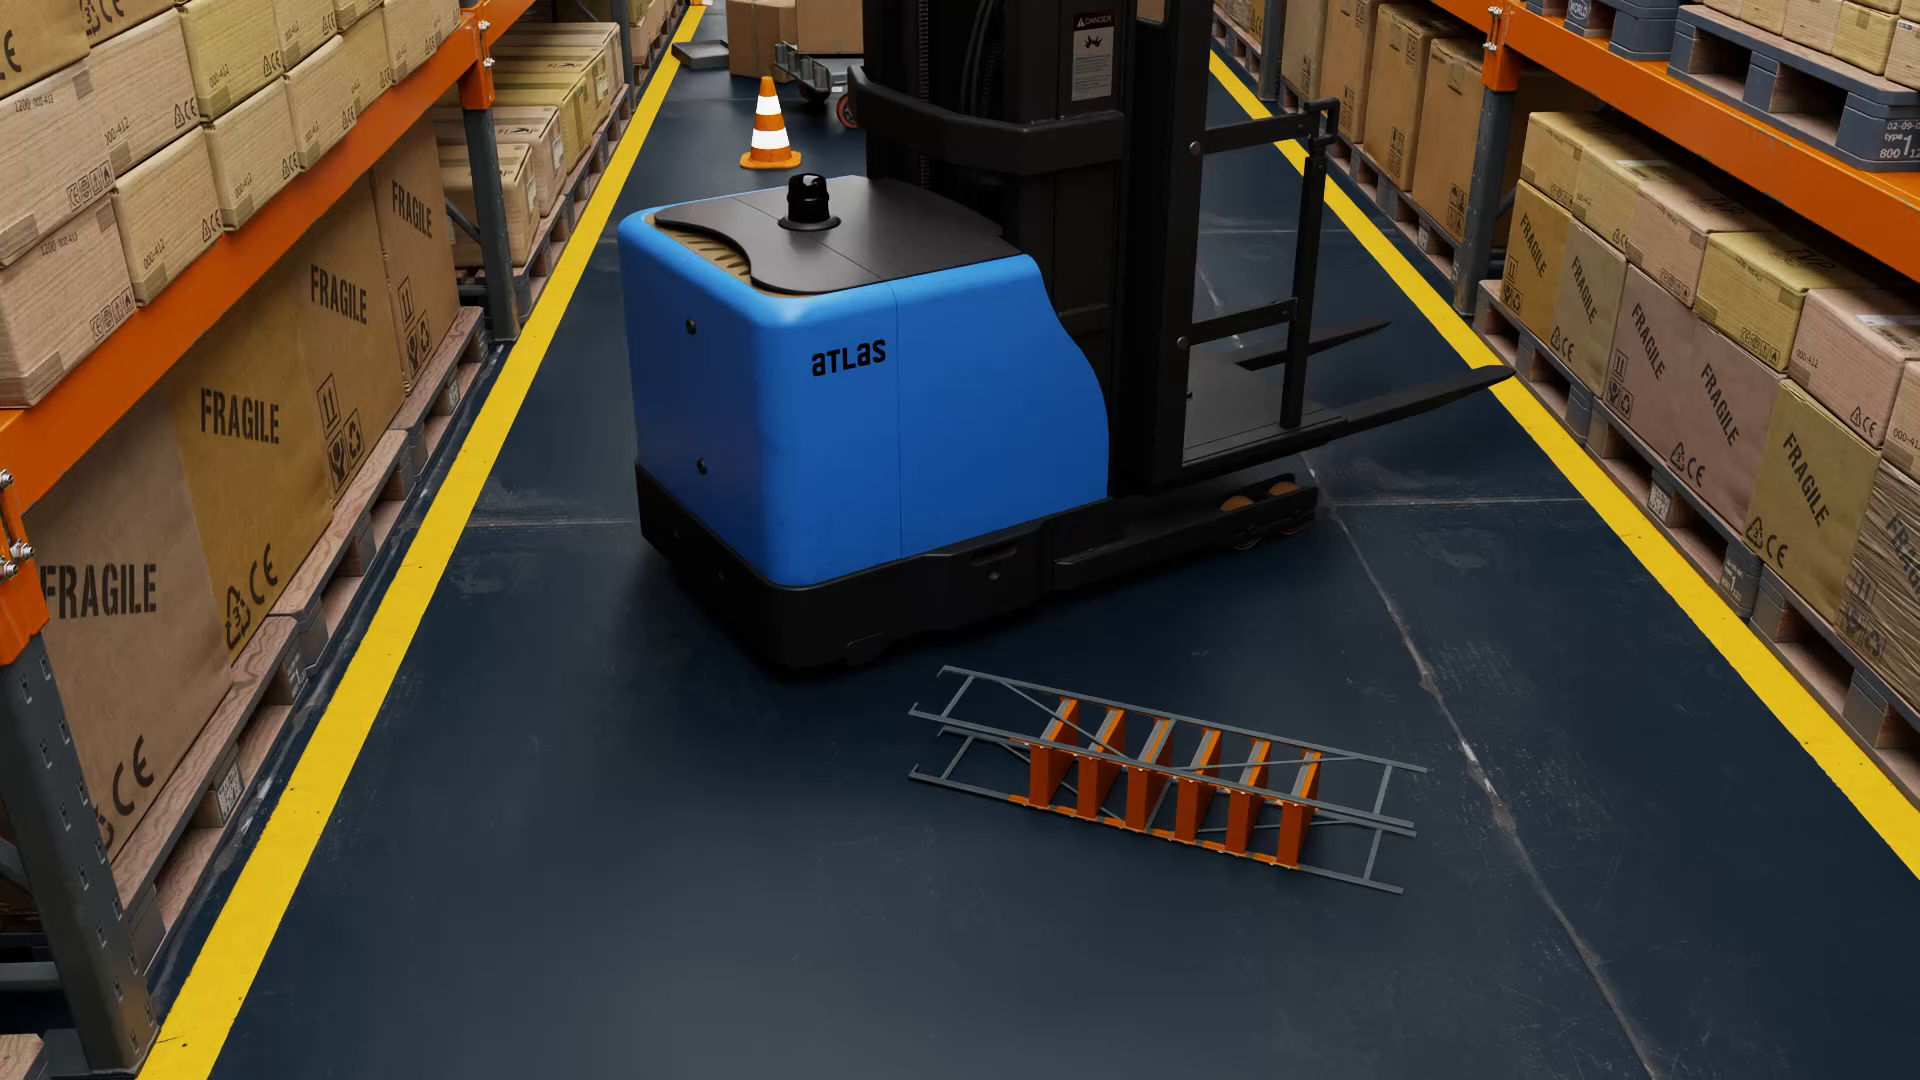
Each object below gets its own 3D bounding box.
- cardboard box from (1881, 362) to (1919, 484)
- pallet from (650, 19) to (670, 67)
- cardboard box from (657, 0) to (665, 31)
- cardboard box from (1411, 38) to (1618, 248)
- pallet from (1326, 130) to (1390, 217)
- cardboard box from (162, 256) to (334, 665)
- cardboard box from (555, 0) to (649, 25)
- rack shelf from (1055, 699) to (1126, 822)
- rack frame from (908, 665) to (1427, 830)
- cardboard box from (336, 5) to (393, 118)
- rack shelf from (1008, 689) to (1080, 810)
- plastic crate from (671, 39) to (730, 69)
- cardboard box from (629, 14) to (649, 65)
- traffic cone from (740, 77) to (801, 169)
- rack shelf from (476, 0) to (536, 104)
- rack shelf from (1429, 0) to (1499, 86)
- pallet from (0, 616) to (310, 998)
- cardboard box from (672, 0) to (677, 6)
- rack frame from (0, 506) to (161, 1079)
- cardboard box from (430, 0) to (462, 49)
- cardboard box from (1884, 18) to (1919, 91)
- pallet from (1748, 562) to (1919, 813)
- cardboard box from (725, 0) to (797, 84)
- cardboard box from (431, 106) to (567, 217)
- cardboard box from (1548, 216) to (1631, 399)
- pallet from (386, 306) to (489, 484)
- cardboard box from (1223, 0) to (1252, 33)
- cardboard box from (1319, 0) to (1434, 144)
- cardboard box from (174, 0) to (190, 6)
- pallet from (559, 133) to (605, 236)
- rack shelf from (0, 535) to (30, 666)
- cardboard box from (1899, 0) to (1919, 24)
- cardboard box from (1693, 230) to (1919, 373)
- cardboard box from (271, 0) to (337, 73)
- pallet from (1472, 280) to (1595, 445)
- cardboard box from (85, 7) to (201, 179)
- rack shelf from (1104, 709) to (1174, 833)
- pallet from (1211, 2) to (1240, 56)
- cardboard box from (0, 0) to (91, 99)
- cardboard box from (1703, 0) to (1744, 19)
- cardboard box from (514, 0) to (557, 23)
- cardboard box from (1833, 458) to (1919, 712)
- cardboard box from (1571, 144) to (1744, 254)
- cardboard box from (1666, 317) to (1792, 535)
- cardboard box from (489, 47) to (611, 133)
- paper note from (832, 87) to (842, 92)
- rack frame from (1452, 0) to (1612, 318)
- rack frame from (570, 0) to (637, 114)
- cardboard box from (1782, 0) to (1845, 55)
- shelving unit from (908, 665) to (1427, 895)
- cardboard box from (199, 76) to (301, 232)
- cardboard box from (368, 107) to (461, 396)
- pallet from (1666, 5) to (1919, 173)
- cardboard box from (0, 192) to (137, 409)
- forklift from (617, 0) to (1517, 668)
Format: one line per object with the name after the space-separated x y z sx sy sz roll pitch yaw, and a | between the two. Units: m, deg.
2.541 -0.213 3.853 0.500 0.250 0.500 -2 28 -4 | cardboard box
-2.660 -3.631 11.983 1.003 0.211 1.213 -1 28 -3 | pallet
-2.354 -3.730 11.678 0.500 0.250 0.500 -2 28 -3 | cardboard box
2.682 -1.784 7.406 1.050 0.750 0.750 -2 28 -3 | cardboard box
2.597 -2.004 8.863 1.003 0.211 1.213 -1 28 -3 | pallet
-2.273 -0.244 4.318 0.875 0.875 0.875 -1 28 -1 | cardboard box
-2.284 -3.572 10.562 0.500 0.500 0.500 0 28 0 | cardboard box
0.322 0.528 4.024 0.103 0.180 0.258 11 29 19 | rack shelf
0.476 0.475 3.929 1.200 0.006 0.240 11 29 19 | rack frame
-1.976 -1.384 4.821 0.500 0.250 0.500 -2 28 -3 | cardboard box
0.210 0.507 4.063 0.103 0.180 0.258 11 29 19 | rack shelf
-1.786 -3.443 11.766 0.402 0.080 0.583 -11 30 -20 | plastic crate
-2.284 -3.239 10.736 0.500 0.250 0.500 -3 28 -5 | cardboard box
-1.060 -2.329 9.216 0.336 0.463 0.334 -1 28 -3 | traffic cone
-2.419 -2.750 8.058 1.077 0.370 4.000 -1 28 -3 | rack shelf
2.519 -2.917 8.376 1.077 0.370 4.000 -1 28 -3 | rack shelf
-2.221 0.583 3.903 1.003 0.211 1.213 -1 28 -3 | pallet
-2.402 -4.201 12.580 0.500 0.250 0.500 -1 28 -2 | cardboard box
-2.106 -0.299 2.579 1.000 3.000 0.127 -1 28 -3 | rack frame
-2.029 -1.852 5.719 0.500 0.250 0.500 -2 28 -4 | cardboard box
2.556 -1.197 4.120 0.380 0.149 0.250 -3 28 -5 | cardboard box
2.790 0.412 4.231 1.003 0.211 1.213 -1 28 -3 | pallet
-1.220 -3.413 11.251 0.500 0.500 0.500 19 33 32 | cardboard box
-2.381 -1.769 7.785 0.950 0.372 0.625 -2 28 -4 | cardboard box
2.435 -0.825 5.837 0.500 0.500 0.500 -1 28 -2 | cardboard box
-2.349 -0.543 6.064 1.003 0.211 1.213 -1 28 -3 | pallet
2.401 -4.112 11.733 0.875 0.875 0.875 -1 28 -2 | cardboard box
2.584 -2.618 9.004 1.050 0.750 0.750 -1 28 -3 | cardboard box
-1.919 -1.462 3.621 0.500 0.500 0.500 -2 28 -4 | cardboard box
-2.414 -1.832 8.535 1.003 0.211 1.213 -1 28 -3 | pallet
-2.001 0.944 0.974 1.077 0.370 4.000 -1 28 -3 | rack shelf
2.559 -1.333 4.058 0.380 0.149 0.250 -3 28 -5 | cardboard box
2.486 -0.694 4.776 0.500 0.250 0.500 -3 28 -5 | cardboard box
-1.930 -1.371 4.257 0.500 0.250 0.500 -2 28 -4 | cardboard box
2.663 -0.715 6.392 1.003 0.211 1.213 -1 28 -3 | pallet
-1.902 -0.904 3.361 0.500 0.250 0.500 -1 28 -2 | cardboard box
0.434 0.549 3.985 0.103 0.180 0.258 11 29 19 | rack shelf
2.386 -3.841 12.386 1.003 0.211 1.213 -1 28 -3 | pallet
-1.841 -0.996 2.727 0.500 0.500 0.500 -1 28 -2 | cardboard box
2.506 -1.679 5.044 0.380 0.149 0.250 -1 28 -1 | cardboard box
-2.822 -3.559 10.539 0.500 0.500 0.500 -2 28 -3 | cardboard box
2.542 0.122 4.022 0.500 0.500 0.500 -2 28 -4 | cardboard box
2.444 -1.164 5.676 0.500 0.250 0.500 -2 28 -3 | cardboard box
2.493 -0.352 4.931 0.500 0.500 0.500 -2 28 -4 | cardboard box
-2.452 -2.440 9.072 0.950 0.372 0.625 0 28 1 | cardboard box
-0.847 -2.963 10.897 0.148 0.019 0.142 -1 28 -3 | paper note
2.624 -2.312 6.439 1.000 3.000 0.127 -1 28 -3 | rack frame
-2.523 -3.993 9.662 1.000 3.000 0.127 -1 28 -3 | rack frame
2.529 -1.443 4.590 0.380 0.149 0.250 -2 28 -4 | cardboard box
0.475 0.556 3.971 1.200 0.189 0.258 11 29 19 | shelving unit
-1.904 -0.918 3.928 0.500 0.250 0.500 -2 28 -3 | cardboard box
-2.361 -1.069 5.899 0.875 0.875 0.875 -2 28 -3 | cardboard box
2.768 -1.314 4.733 1.003 0.211 1.213 -1 28 -3 | pallet
-1.865 -0.442 3.015 0.500 0.250 0.500 -2 28 -4 | cardboard box
0.531 -1.457 4.874 3.031 2.935 1.130 -17 32 -29 | forklift
